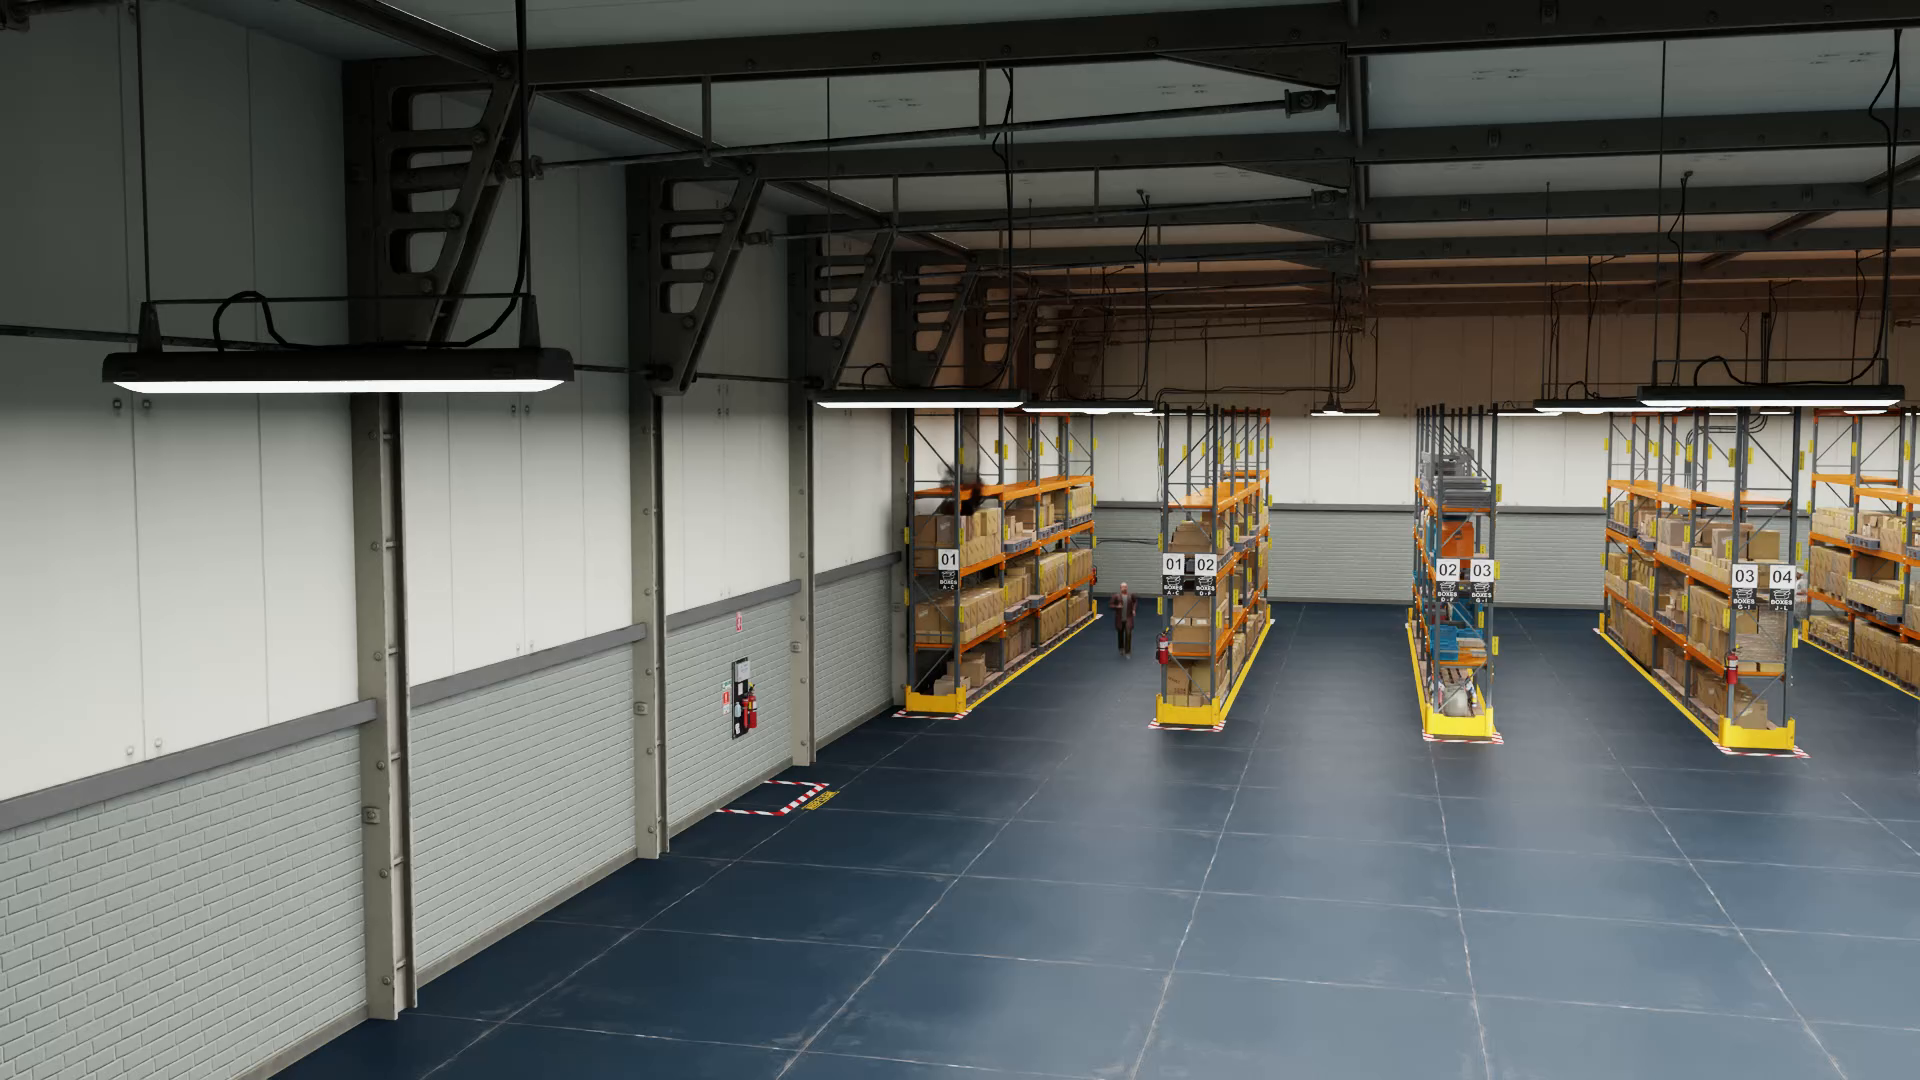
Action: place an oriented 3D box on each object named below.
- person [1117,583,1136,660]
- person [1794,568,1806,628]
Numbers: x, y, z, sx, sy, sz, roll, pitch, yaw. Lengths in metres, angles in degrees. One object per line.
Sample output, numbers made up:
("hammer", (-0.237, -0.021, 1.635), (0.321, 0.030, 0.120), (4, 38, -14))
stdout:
("person", (3.910, 1.915, 39.717), (0.661, 1.804, 0.981), (0, 4, 3))
("person", (22.229, 1.565, 44.107), (0.722, 1.672, 0.684), (-1, 4, -12))
